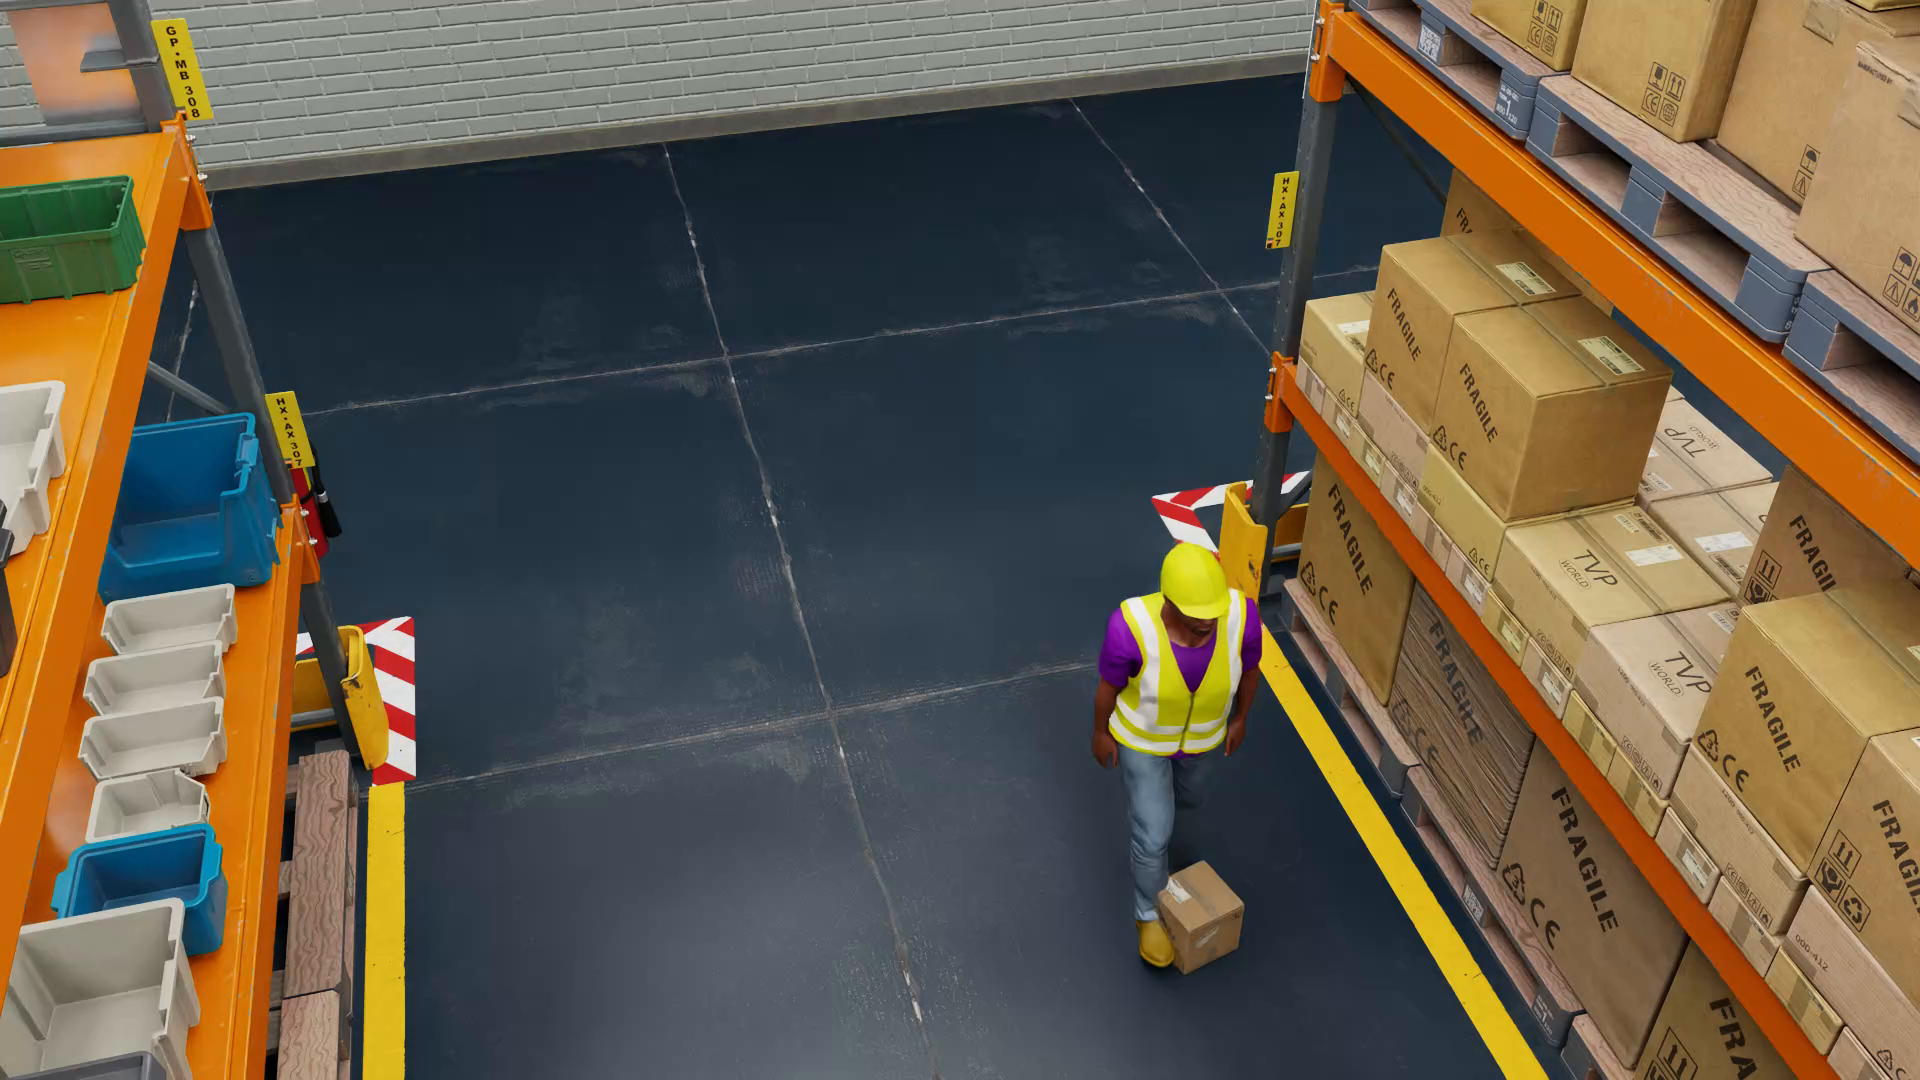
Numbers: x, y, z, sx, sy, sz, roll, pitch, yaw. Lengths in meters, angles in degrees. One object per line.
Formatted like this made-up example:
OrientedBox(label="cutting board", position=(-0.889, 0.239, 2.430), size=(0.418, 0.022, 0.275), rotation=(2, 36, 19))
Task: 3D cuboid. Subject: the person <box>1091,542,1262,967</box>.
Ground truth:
OrientedBox(label="person", position=(0.745, 0.619, 5.916), size=(0.574, 1.734, 0.948), rotation=(-8, 39, -10))
